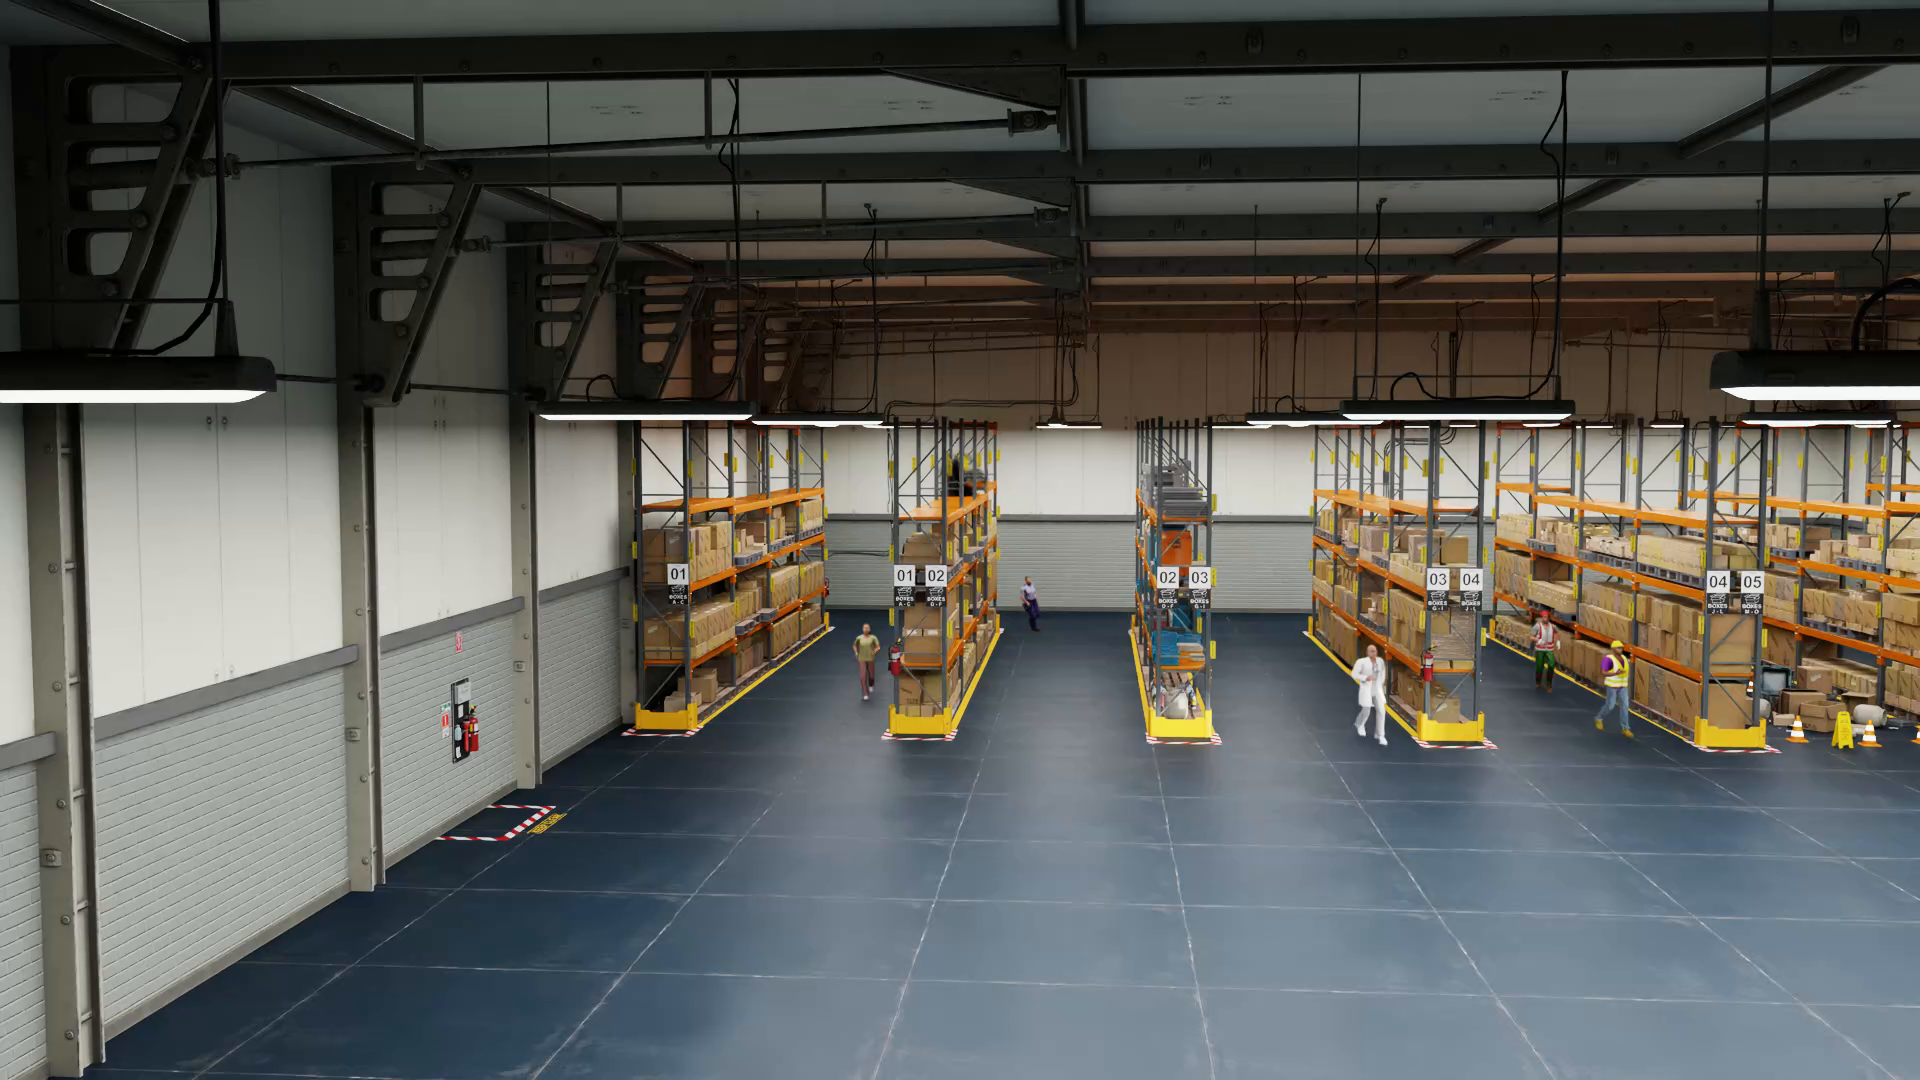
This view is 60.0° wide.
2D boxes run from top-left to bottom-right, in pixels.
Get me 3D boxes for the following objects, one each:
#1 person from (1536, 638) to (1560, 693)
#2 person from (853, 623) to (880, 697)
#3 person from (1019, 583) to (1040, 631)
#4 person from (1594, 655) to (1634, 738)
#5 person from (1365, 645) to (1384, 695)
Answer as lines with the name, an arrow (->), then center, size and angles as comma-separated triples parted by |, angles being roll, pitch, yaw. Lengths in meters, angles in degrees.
person -> 12.915, 2.753, 36.500 | 0.538, 1.274, 0.743 | 0, 4, 6
person -> -2.011, 2.555, 35.631 | 0.584, 1.552, 0.607 | 0, 4, 0
person -> 1.976, 1.913, 47.682 | 0.678, 1.400, 0.544 | -2, 4, -33
person -> 12.345, 2.897, 31.309 | 0.433, 1.505, 0.939 | -1, 4, -19
person -> 7.597, 2.400, 30.651 | 0.701, 0.929, 0.595 | -1, 4, -9
